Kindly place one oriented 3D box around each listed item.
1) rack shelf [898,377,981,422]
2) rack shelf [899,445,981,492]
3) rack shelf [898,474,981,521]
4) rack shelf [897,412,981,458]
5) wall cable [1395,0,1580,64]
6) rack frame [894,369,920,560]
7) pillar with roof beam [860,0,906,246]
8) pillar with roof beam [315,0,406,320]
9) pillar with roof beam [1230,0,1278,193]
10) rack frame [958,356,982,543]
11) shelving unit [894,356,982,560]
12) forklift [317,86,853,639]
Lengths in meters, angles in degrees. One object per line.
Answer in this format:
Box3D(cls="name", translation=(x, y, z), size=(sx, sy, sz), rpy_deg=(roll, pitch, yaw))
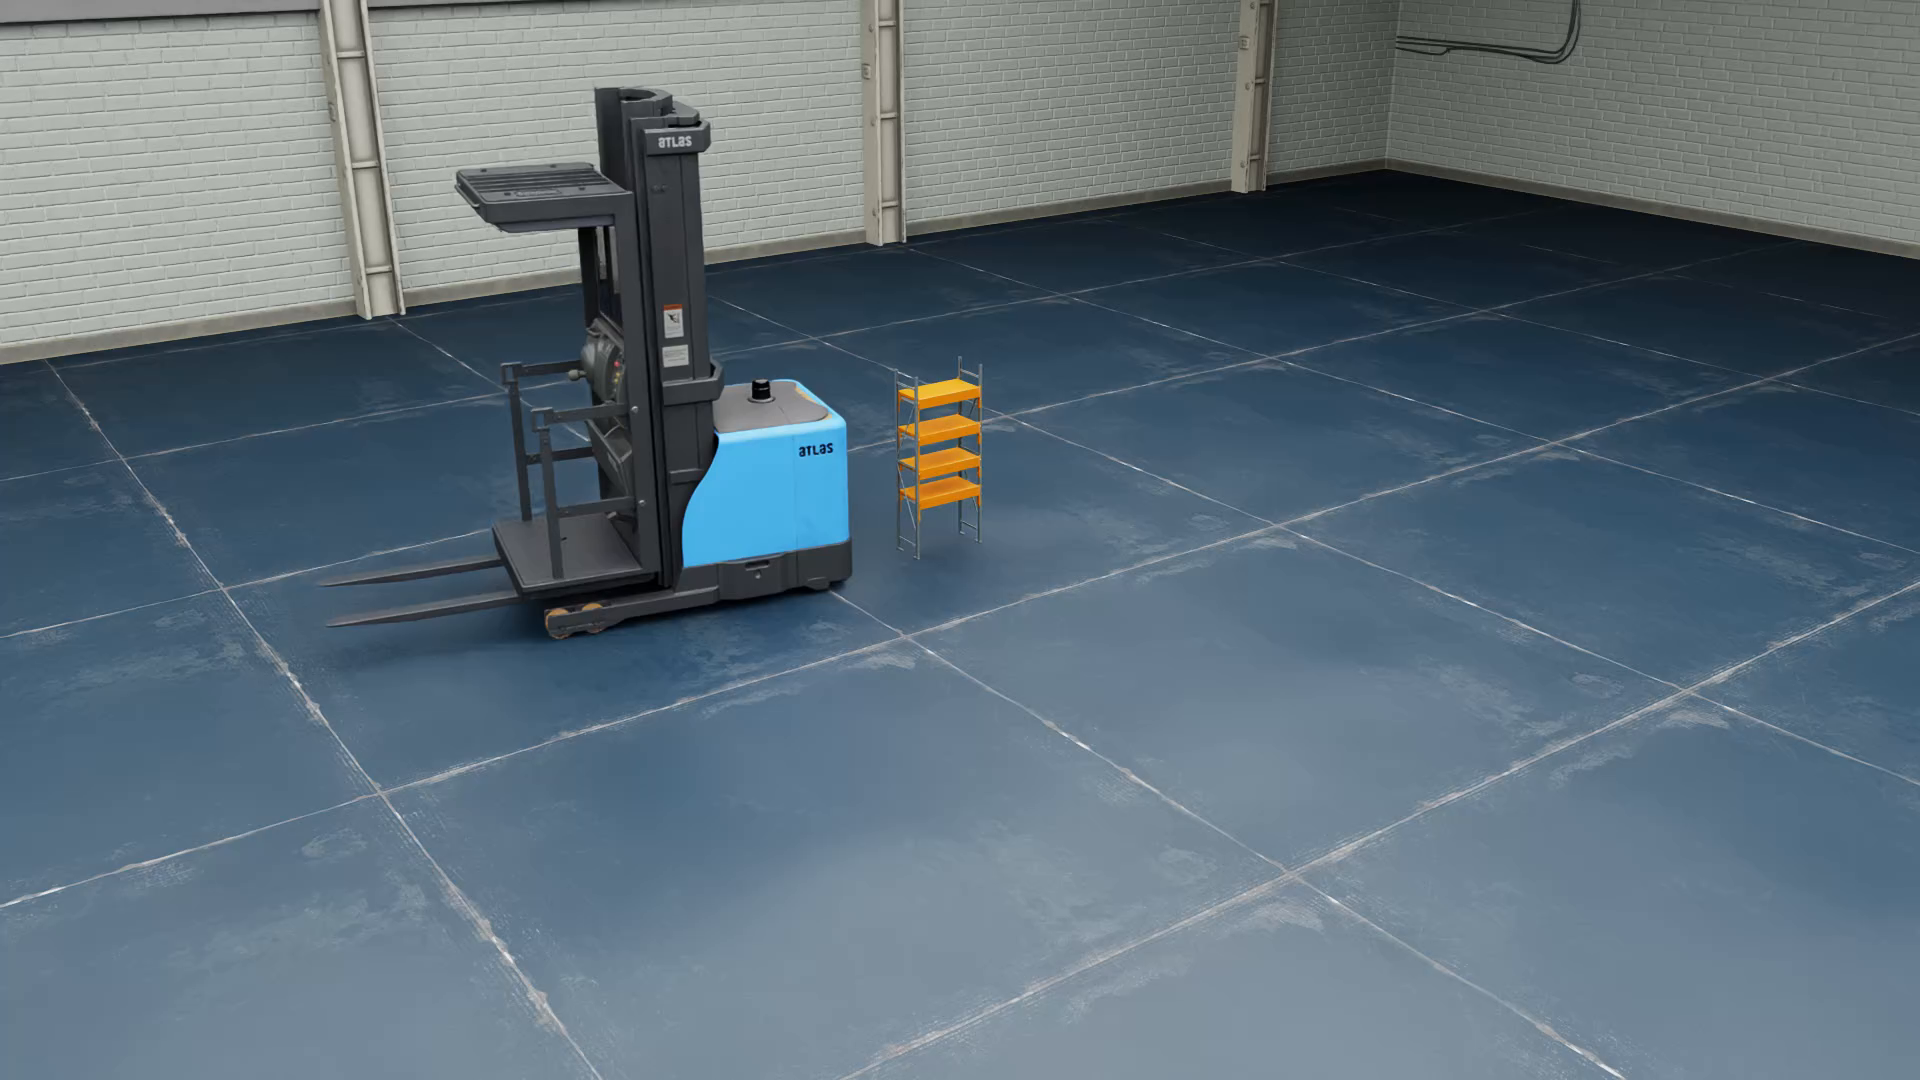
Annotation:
Box3D(cls="rack shelf", translation=(-0.134, -0.886, 10.439), size=(0.480, 0.148, 0.258), rpy_deg=(-15, 26, -33))
Box3D(cls="rack shelf", translation=(-0.134, -0.459, 10.609), size=(0.480, 0.148, 0.258), rpy_deg=(-15, 26, -33))
Box3D(cls="rack shelf", translation=(-0.134, -0.275, 10.683), size=(0.480, 0.148, 0.258), rpy_deg=(-15, 26, -33))
Box3D(cls="rack shelf", translation=(-0.134, -0.667, 10.526), size=(0.480, 0.148, 0.258), rpy_deg=(-15, 26, -33))
Box3D(cls="wall cable", translation=(7.150, -7.826, 22.555), size=(0.112, 2.526, 3.097), rpy_deg=(-15, 26, -33))
Box3D(cls="rack frame", translation=(-0.332, -0.469, 10.452), size=(0.015, 1.200, 0.240), rpy_deg=(-15, 26, -33))
Box3D(cls="pillar with roof beam", translation=(1.630, -6.434, 14.878), size=(0.400, 9.000, 9.100), rpy_deg=(-15, 26, -33))
Box3D(cls="pillar with roof beam", translation=(-3.240, -5.135, 11.624), size=(0.400, 9.000, 9.100), rpy_deg=(-15, 26, -33))
Box3D(cls="pillar with roof beam", translation=(6.501, -7.733, 18.133), size=(0.400, 9.000, 9.100), rpy_deg=(-15, 26, -33))
Box3D(cls="rack frame", translation=(0.064, -0.574, 10.717), size=(0.015, 1.200, 0.240), rpy_deg=(-15, 26, -33))
Box3D(cls="shelving unit", translation=(-0.134, -0.521, 10.584), size=(0.503, 1.200, 0.258), rpy_deg=(-15, 26, -33))
Box3D(cls="forklift", translation=(-2.223, -1.020, 9.499), size=(3.031, 2.935, 1.130), rpy_deg=(-9, 24, -22))
